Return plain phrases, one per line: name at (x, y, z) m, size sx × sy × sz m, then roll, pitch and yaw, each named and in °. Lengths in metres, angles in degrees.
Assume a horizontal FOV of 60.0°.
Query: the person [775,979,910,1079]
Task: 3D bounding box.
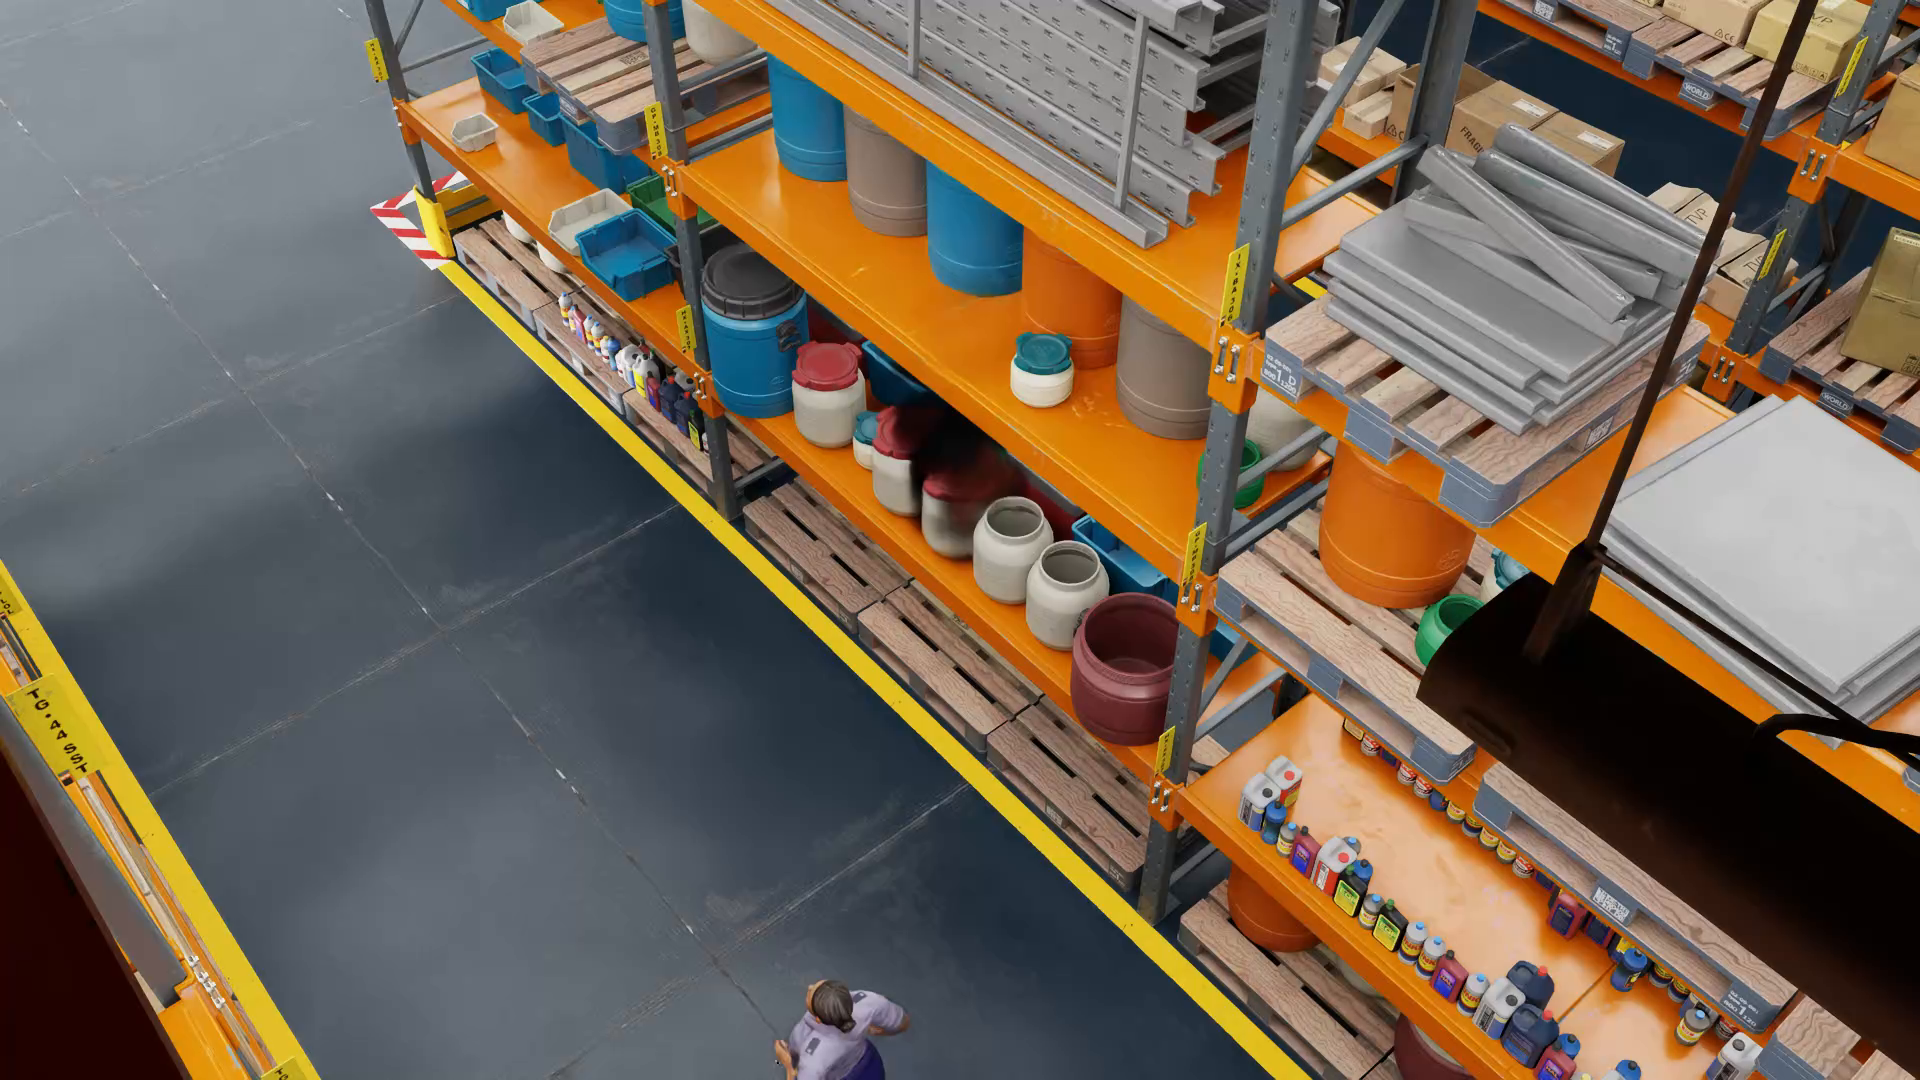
person at (-0.554, 2.338, 7.291) m, size 0.505 × 1.587 × 0.607 m, roll 31°, pitch 54°, yaw 26°
